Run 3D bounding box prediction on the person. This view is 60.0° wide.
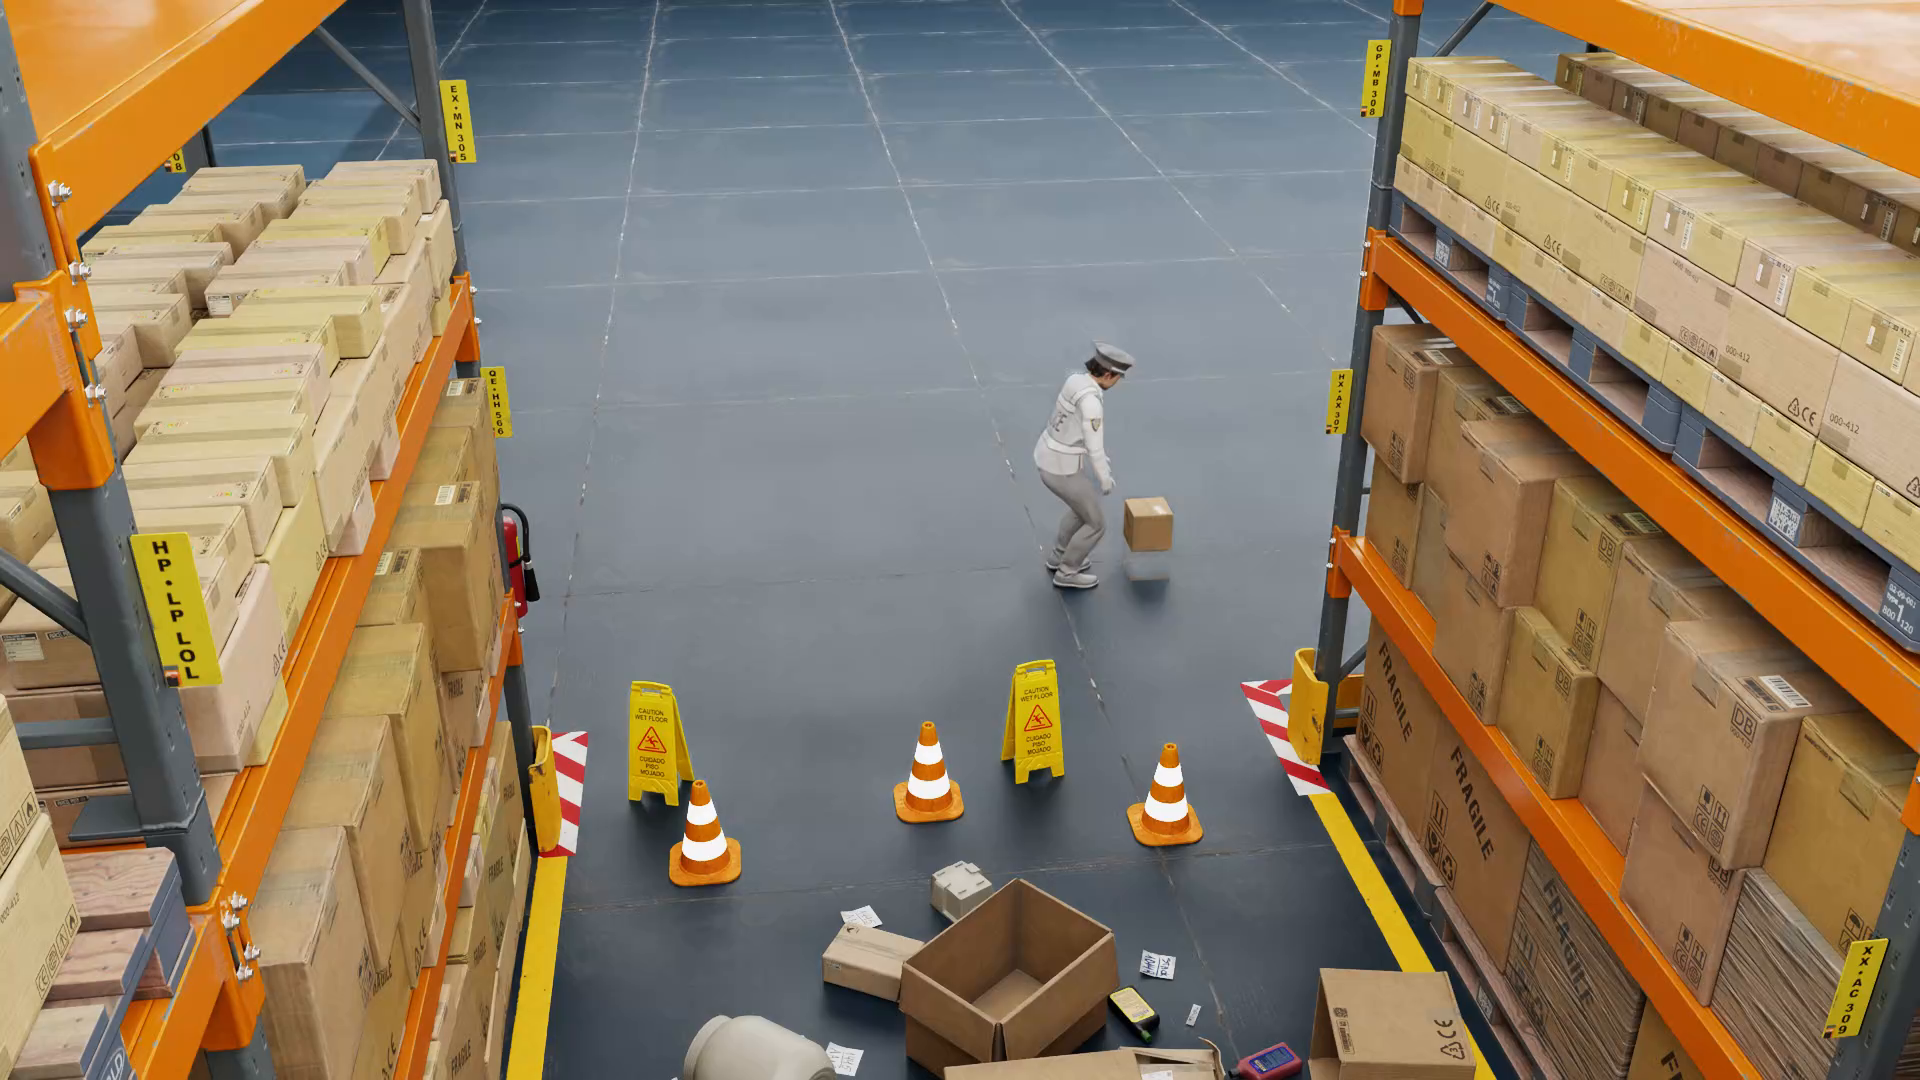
[{"bbox_3d":[0.743,-0.458,10.144,0.591,1.522,0.509,-3,28,-6],"label":"person"}]
